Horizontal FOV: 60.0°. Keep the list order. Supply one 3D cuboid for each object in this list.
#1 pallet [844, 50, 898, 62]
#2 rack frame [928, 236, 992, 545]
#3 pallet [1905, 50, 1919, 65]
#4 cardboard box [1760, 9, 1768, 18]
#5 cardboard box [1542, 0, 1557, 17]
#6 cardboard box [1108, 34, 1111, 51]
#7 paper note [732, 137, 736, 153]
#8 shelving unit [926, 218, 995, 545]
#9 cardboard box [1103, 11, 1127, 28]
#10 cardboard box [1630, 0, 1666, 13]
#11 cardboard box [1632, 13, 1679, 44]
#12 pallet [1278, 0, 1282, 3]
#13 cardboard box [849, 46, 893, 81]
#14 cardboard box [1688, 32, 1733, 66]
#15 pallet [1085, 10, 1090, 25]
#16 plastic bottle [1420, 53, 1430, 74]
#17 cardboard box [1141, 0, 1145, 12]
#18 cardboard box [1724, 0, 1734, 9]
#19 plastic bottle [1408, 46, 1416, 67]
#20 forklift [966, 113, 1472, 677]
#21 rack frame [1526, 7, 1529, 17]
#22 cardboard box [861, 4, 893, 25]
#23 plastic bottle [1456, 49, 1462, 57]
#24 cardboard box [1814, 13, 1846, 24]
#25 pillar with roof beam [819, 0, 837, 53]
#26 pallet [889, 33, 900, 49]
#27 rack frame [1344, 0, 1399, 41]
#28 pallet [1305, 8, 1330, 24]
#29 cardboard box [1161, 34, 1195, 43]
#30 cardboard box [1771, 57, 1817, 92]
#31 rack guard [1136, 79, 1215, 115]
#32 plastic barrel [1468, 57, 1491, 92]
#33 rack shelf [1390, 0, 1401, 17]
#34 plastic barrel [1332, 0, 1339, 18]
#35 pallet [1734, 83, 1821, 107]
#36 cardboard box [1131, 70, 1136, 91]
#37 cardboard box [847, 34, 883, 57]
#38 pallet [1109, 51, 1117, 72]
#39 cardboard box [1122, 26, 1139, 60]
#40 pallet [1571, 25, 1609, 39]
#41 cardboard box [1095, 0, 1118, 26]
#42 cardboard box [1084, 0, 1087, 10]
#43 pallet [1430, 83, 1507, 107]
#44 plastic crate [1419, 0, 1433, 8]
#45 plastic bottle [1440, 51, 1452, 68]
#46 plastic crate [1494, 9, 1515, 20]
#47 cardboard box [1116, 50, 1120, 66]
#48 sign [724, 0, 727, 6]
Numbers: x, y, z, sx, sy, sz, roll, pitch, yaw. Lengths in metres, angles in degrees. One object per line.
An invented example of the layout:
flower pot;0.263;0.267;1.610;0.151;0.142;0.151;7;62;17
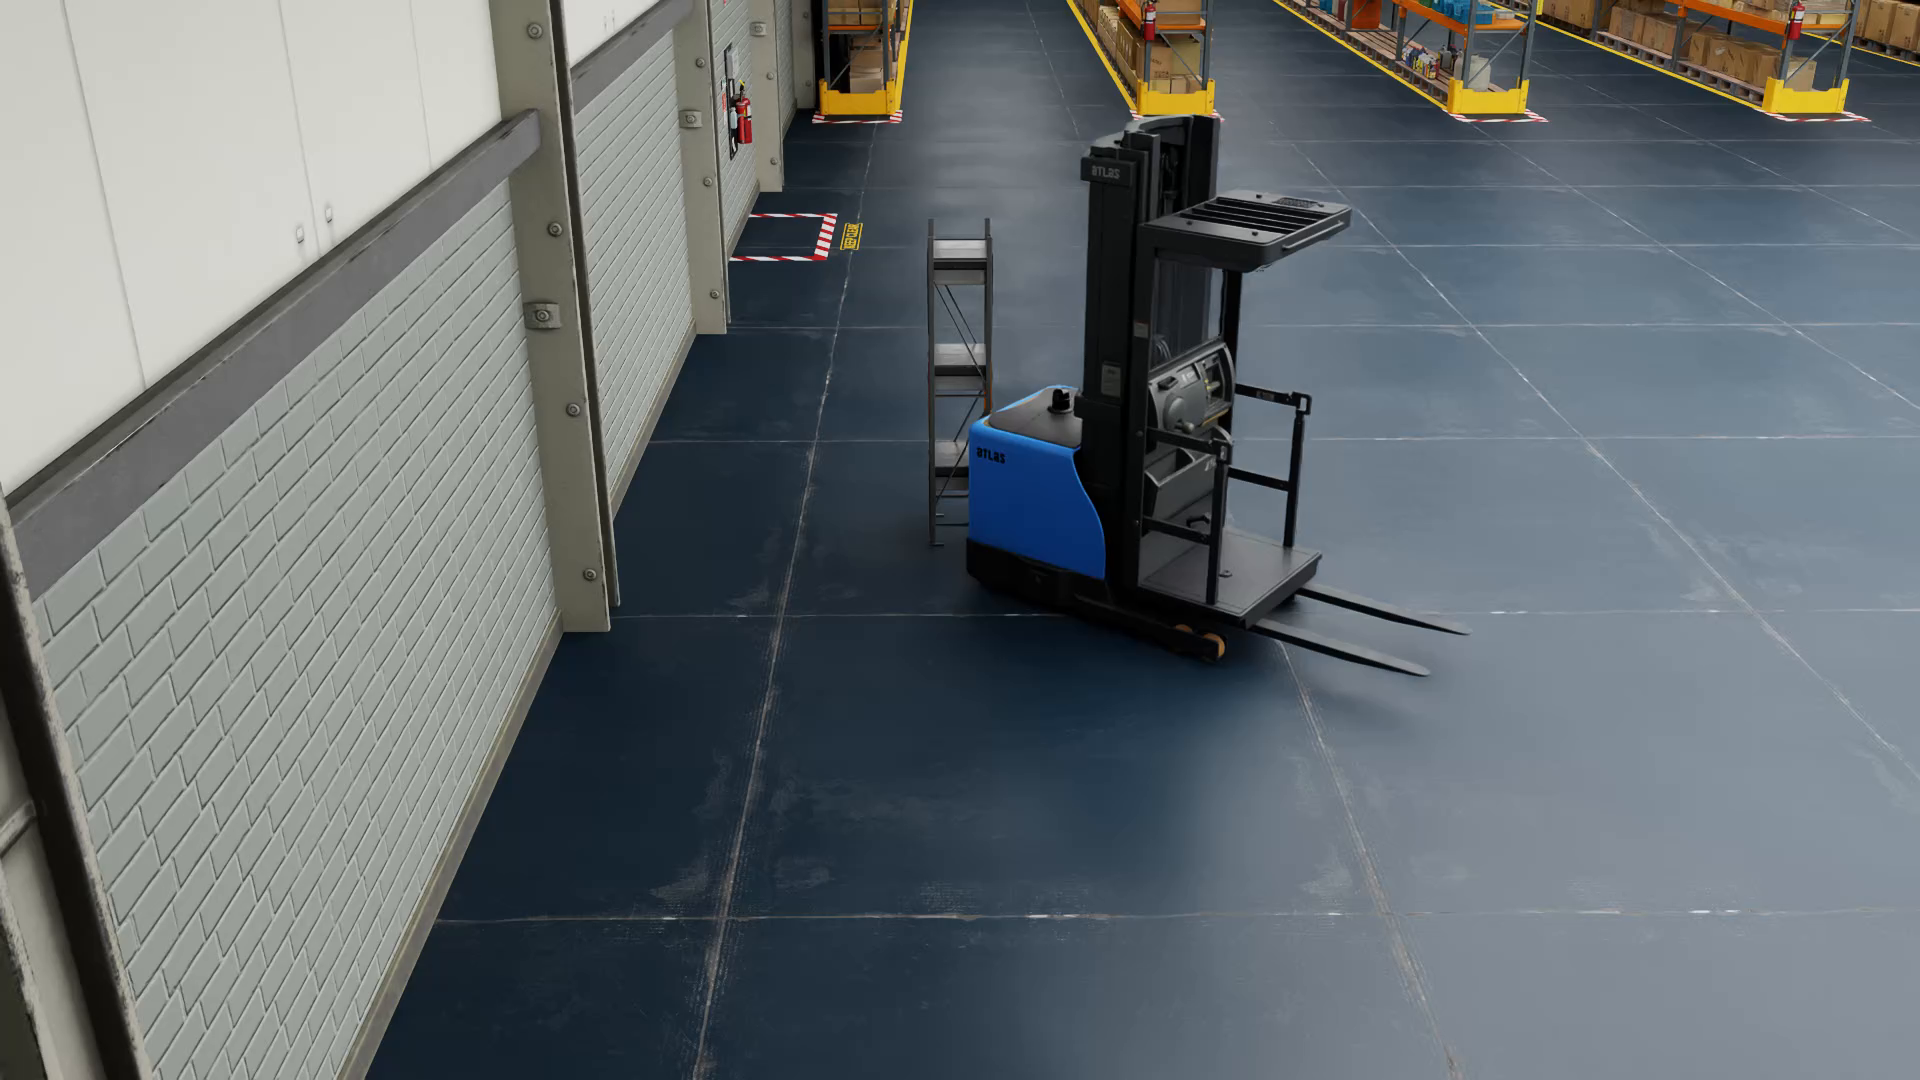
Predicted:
pallet;-1.652;-8.727;30.289;1.003;0.211;1.213;0;24;-1
rack frame;0.001;-0.924;10.746;0.400;2.100;0.015;0;24;-1
pallet;18.094;-8.771;30.386;1.003;0.211;1.213;0;24;-1
cardboard box;13.007;-8.406;26.500;0.380;0.149;0.250;0;24;-1
cardboard box;13.167;-11.631;35.395;1.225;0.875;0.875;-1;24;-2
cardboard box;3.007;-9.227;30.839;0.500;0.250;0.500;0;24;1
paper note;-2.484;-4.347;18.291;0.016;0.148;0.142;0;24;-1
shelving unit;-0.002;-1.025;10.968;0.431;2.100;0.503;0;24;-1
cardboard box;2.997;-9.899;31.643;0.500;0.311;0.500;-1;24;-2
cardboard box;13.227;-10.300;31.973;0.500;0.250;0.500;2;24;5
cardboard box;13.233;-9.715;31.589;0.700;0.500;0.500;2;24;4
pallet;8.104;-13.055;39.859;1.003;0.211;1.213;0;24;-1
cardboard box;-1.480;-7.912;27.604;0.700;0.500;0.500;-2;24;-4
cardboard box;13.181;-8.630;29.216;0.500;0.500;0.500;-1;24;-2
pallet;3.271;-11.391;36.180;1.003;0.211;1.213;0;24;-1
plastic bottle;7.867;-8.050;28.090;0.144;0.351;0.185;1;24;2
cardboard box;3.343;-8.928;27.228;0.700;0.500;0.500;0;24;1
cardboard box;12.948;-8.921;27.639;0.380;0.149;0.250;0;24;-1
plastic bottle;7.858;-8.380;28.819;0.144;0.351;0.185;0;24;1
forklift;1.526;-0.871;9.619;3.031;2.935;1.130;17;29;33
rack frame;13.130;-13.040;36.441;1.000;3.000;0.127;0;24;-1
cardboard box;-1.286;-8.171;25.835;0.500;0.250;0.500;-1;24;-2
plastic bottle;8.565;-8.238;28.505;0.144;0.351;0.185;0;24;-1
cardboard box;13.496;-8.099;25.822;0.380;0.149;0.250;0;24;-1
pillar with roof beam;1.768;-13.538;30.263;9.100;9.000;0.400;0;24;-1
pallet;-1.679;-9.732;32.512;1.003;0.211;1.213;0;24;-1
rack frame;8.221;-11.369;32.747;1.000;3.000;0.127;0;24;-1
pallet;8.144;-11.429;36.263;1.003;0.211;1.213;0;24;-1
cardboard box;3.546;-7.966;27.140;0.500;0.500;0.500;0;24;-1
cardboard box;13.271;-7.405;26.506;0.500;0.500;0.500;4;25;9
rack guard;3.355;-6.903;25.906;1.175;0.500;0.348;0;24;-1
plastic barrel;8.224;-7.401;26.484;0.421;0.512;0.421;0;24;0
rack shelf;8.242;-10.217;31.074;1.077;0.370;4.000;0;24;-1
plastic barrel;8.090;-11.326;35.162;0.421;0.512;0.421;0;24;0
pallet;13.286;-7.190;26.892;1.003;0.211;1.213;0;24;-1
cardboard box;3.036;-7.416;26.834;0.500;0.250;0.500;0;24;-1
cardboard box;-1.667;-9.041;30.100;0.700;0.500;0.500;1;24;1
pallet;3.264;-8.733;30.303;1.003;0.211;1.213;0;24;-1
cardboard box;3.014;-8.376;28.046;0.500;0.500;0.500;0;24;-1
pallet;13.240;-10.446;34.090;1.003;0.211;1.213;0;24;-1
cardboard box;3.023;-10.794;33.976;0.500;0.500;0.500;1;24;2
cardboard box;2.986;-11.858;36.327;0.500;0.500;0.500;-1;24;-3
pallet;8.257;-7.168;26.842;1.003;0.211;1.213;0;24;-1
plastic crate;7.997;-9.064;27.907;0.450;0.188;0.662;0;24;-1
plastic bottle;8.414;-8.326;28.791;0.152;0.276;0.135;0;24;-1
plastic crate;8.620;-8.323;26.332;0.298;0.136;0.250;0;24;-1
cardboard box;3.013;-8.446;29.112;0.500;0.250;0.500;0;24;-1
sign;-2.516;-5.874;17.785;0.001;0.298;0.199;0;24;-1
